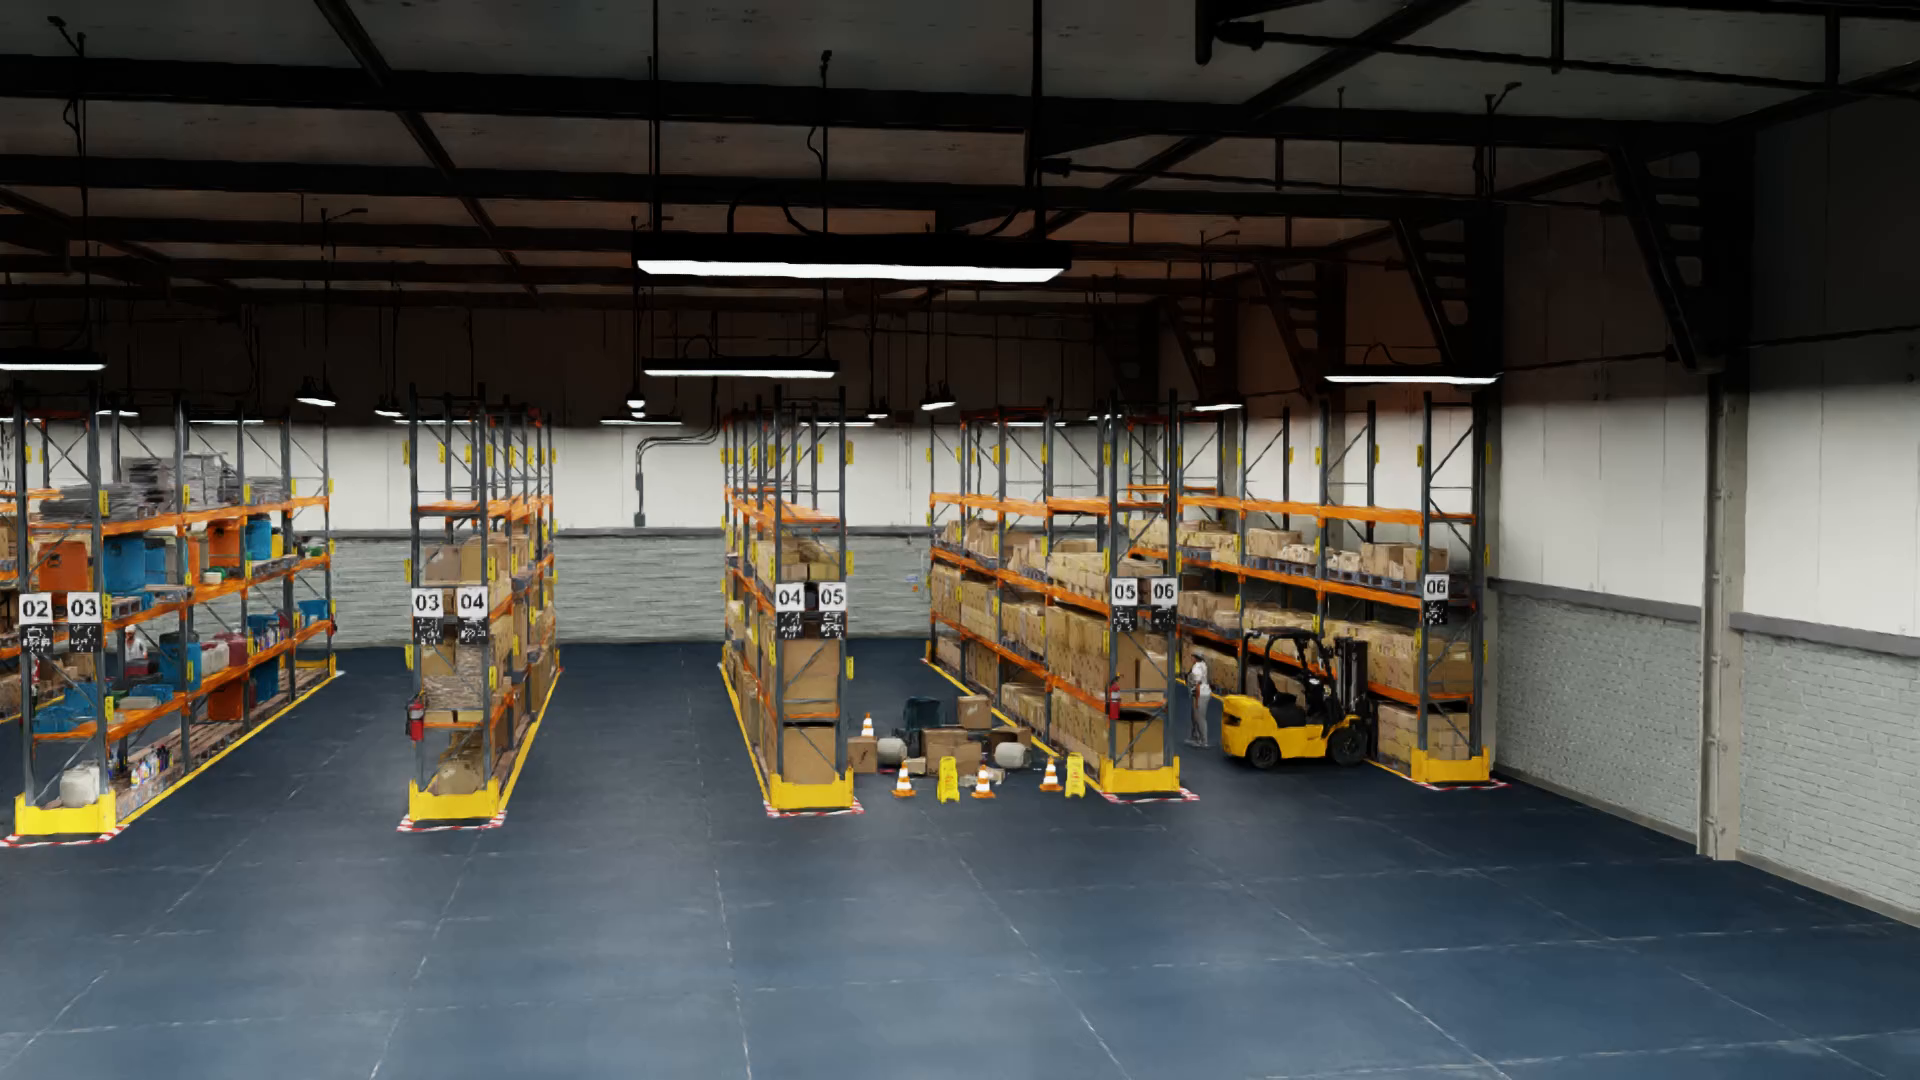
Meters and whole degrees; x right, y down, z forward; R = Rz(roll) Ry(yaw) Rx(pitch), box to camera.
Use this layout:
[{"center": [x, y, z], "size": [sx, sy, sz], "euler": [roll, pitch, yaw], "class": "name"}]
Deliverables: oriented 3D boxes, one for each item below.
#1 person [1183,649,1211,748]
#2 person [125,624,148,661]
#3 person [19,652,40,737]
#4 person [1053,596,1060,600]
[{"center": [4.077, 2.712, 28.642], "size": [0.478, 1.667, 0.523], "euler": [1, 3, 19], "class": "person"}, {"center": [-16.180, 2.479, 32.478], "size": [0.553, 1.693, 1.123], "euler": [0, 3, -9], "class": "person"}, {"center": [-16.520, 2.583, 29.628], "size": [0.471, 1.789, 0.623], "euler": [-2, 3, -33], "class": "person"}, {"center": [2.191, 2.154, 38.523], "size": [0.591, 1.763, 0.685], "euler": [1, 3, 14], "class": "person"}]
